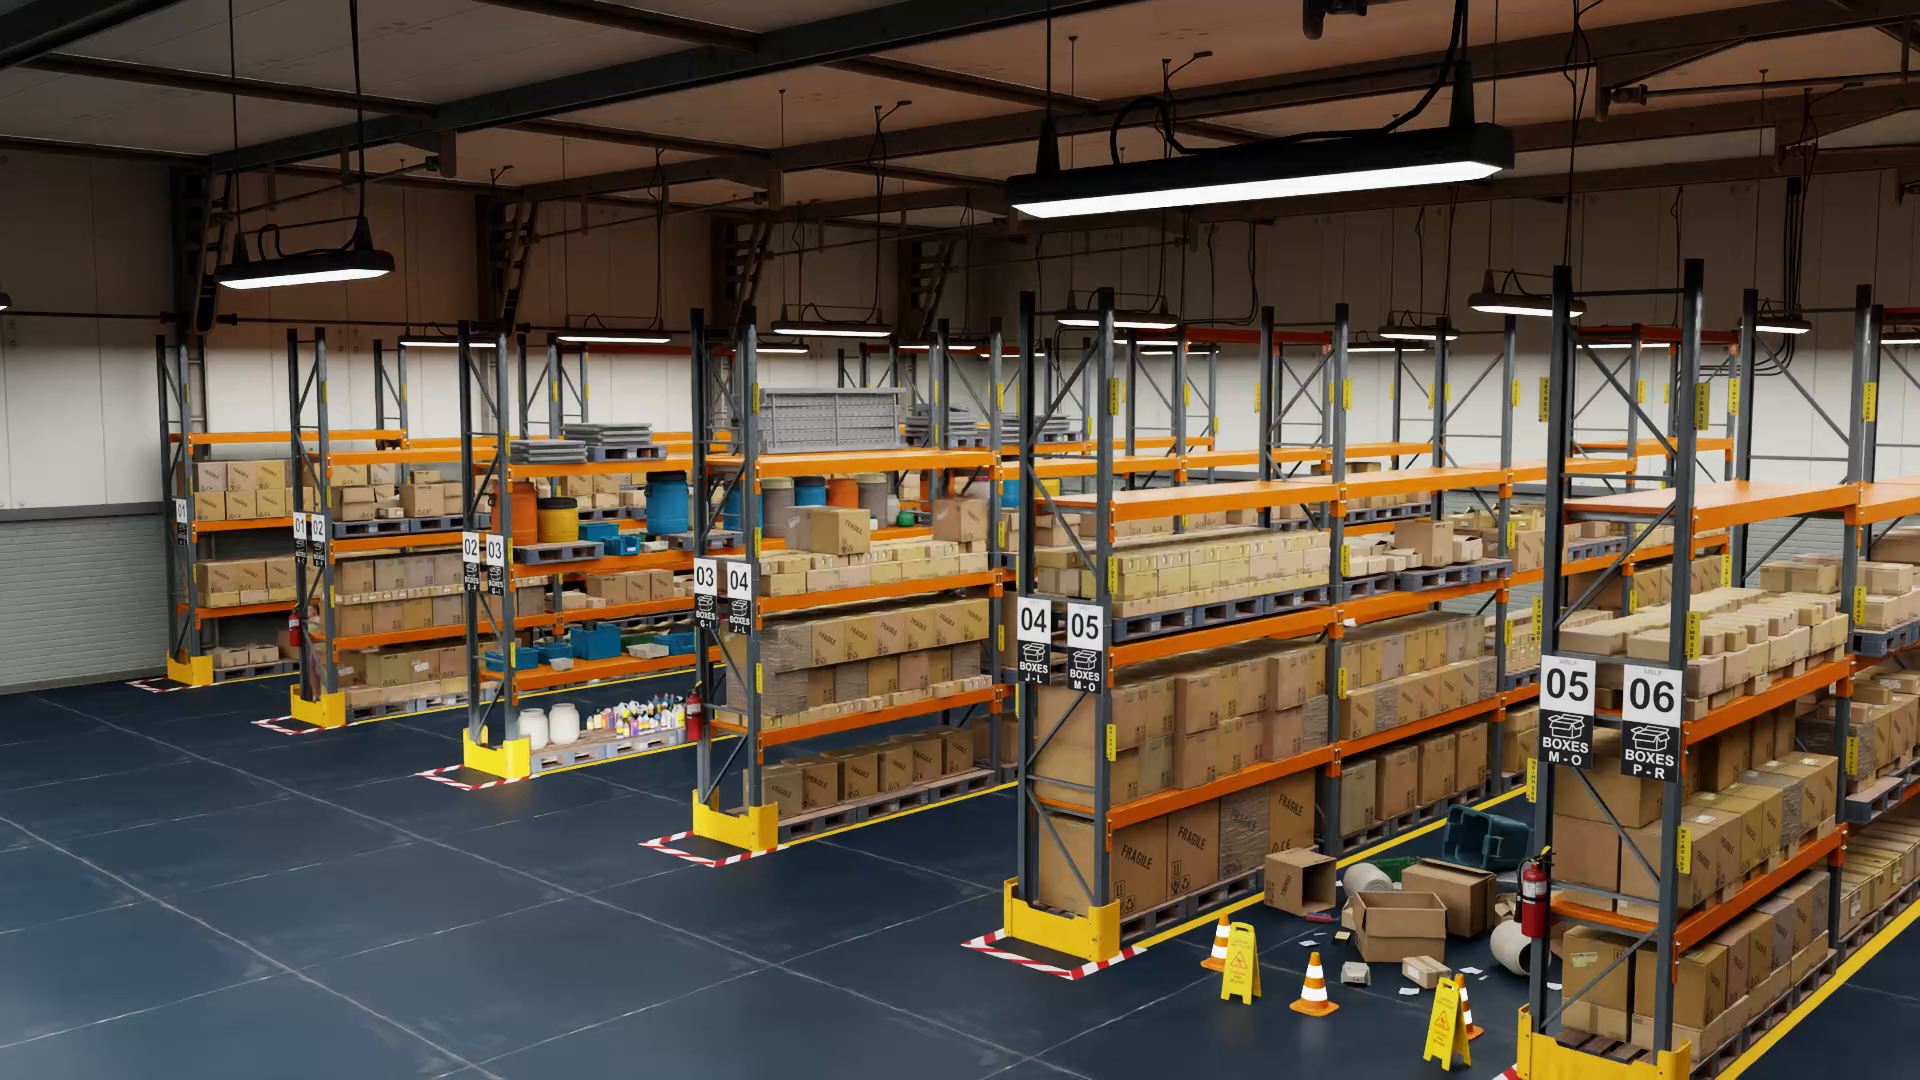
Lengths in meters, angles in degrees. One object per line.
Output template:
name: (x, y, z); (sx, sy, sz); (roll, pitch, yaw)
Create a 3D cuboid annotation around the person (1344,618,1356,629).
person: (5.682, 1.992, 24.622); (0.587, 1.720, 1.084); (5, 7, 40)

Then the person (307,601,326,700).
person: (-10.434, 1.799, 27.203); (0.538, 1.655, 0.625); (3, 6, 32)
